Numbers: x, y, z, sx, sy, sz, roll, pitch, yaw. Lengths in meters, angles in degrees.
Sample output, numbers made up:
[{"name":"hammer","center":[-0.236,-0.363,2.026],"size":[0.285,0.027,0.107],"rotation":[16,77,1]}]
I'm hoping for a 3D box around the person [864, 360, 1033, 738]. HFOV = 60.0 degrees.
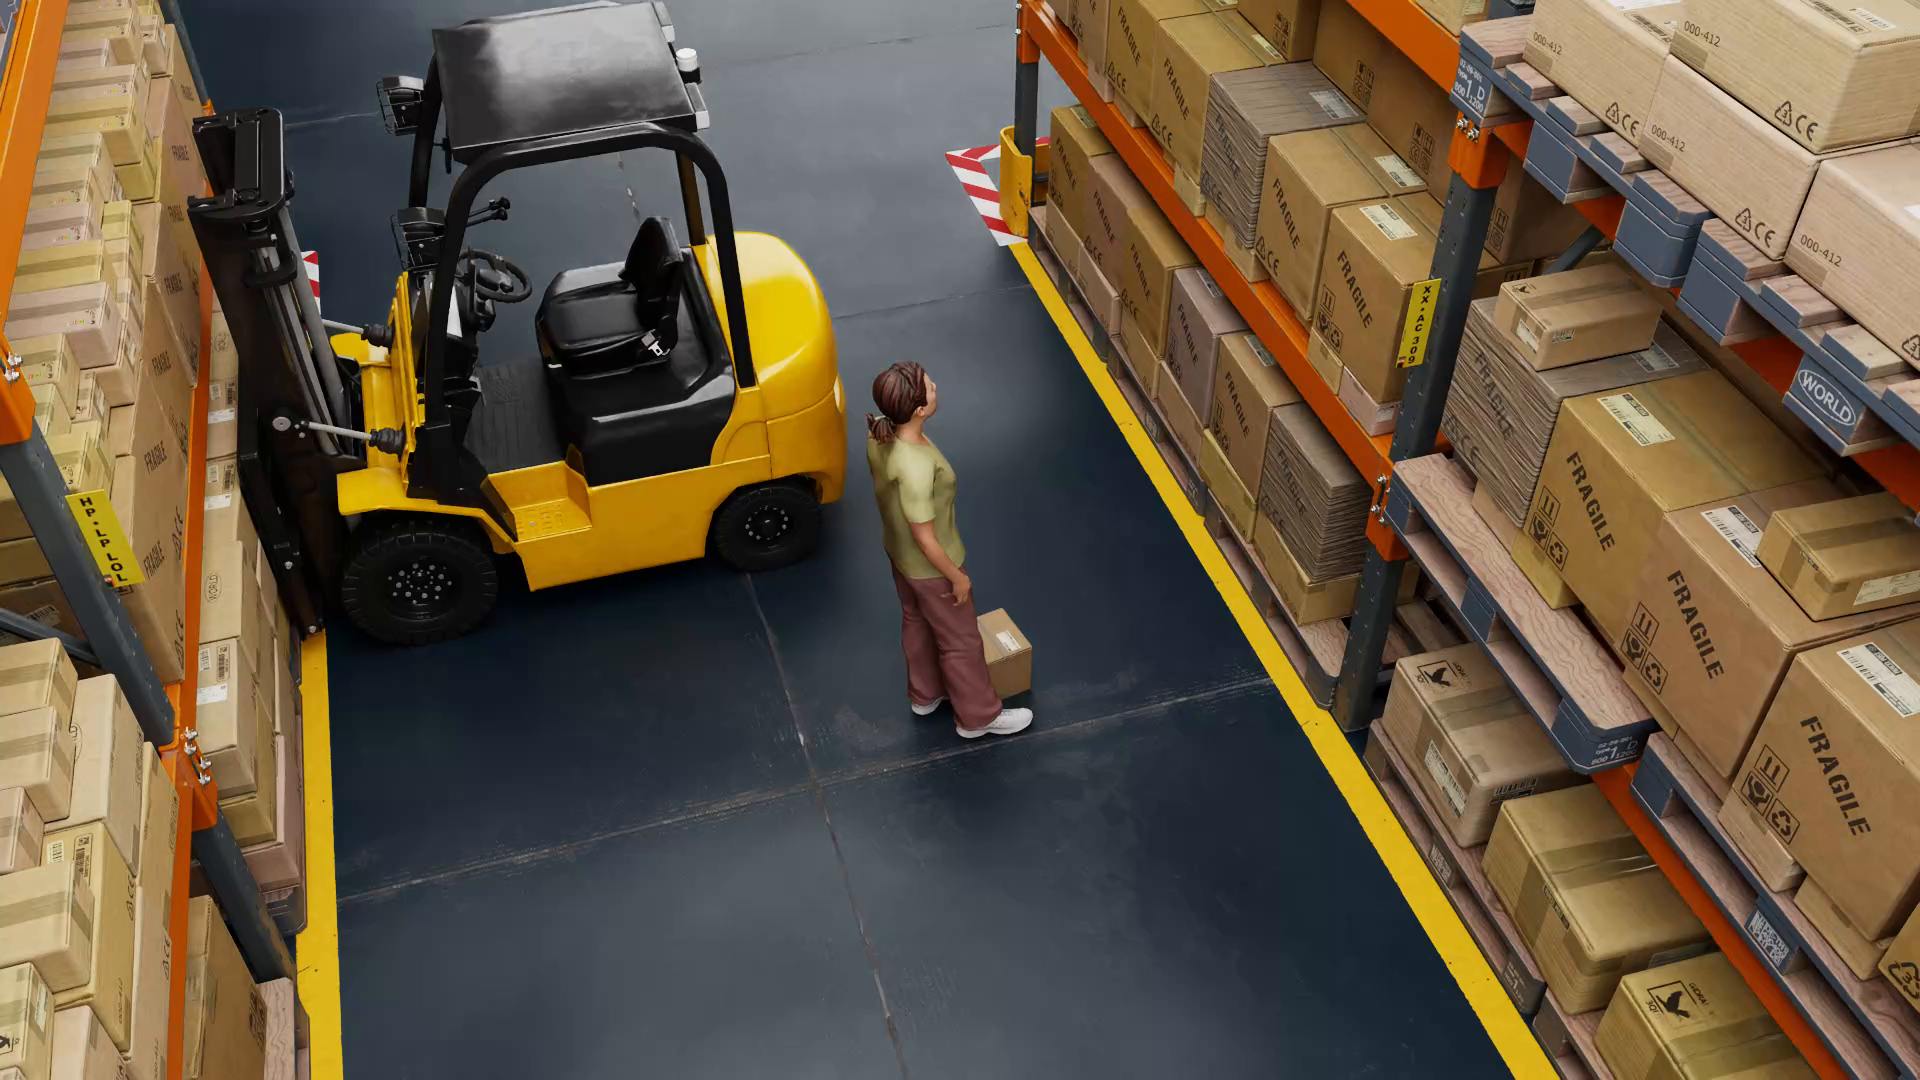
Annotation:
[{"name":"person","center":[-0.062,0.030,6.116],"size":[0.548,1.673,0.554],"rotation":[-18,45,-18]}]
